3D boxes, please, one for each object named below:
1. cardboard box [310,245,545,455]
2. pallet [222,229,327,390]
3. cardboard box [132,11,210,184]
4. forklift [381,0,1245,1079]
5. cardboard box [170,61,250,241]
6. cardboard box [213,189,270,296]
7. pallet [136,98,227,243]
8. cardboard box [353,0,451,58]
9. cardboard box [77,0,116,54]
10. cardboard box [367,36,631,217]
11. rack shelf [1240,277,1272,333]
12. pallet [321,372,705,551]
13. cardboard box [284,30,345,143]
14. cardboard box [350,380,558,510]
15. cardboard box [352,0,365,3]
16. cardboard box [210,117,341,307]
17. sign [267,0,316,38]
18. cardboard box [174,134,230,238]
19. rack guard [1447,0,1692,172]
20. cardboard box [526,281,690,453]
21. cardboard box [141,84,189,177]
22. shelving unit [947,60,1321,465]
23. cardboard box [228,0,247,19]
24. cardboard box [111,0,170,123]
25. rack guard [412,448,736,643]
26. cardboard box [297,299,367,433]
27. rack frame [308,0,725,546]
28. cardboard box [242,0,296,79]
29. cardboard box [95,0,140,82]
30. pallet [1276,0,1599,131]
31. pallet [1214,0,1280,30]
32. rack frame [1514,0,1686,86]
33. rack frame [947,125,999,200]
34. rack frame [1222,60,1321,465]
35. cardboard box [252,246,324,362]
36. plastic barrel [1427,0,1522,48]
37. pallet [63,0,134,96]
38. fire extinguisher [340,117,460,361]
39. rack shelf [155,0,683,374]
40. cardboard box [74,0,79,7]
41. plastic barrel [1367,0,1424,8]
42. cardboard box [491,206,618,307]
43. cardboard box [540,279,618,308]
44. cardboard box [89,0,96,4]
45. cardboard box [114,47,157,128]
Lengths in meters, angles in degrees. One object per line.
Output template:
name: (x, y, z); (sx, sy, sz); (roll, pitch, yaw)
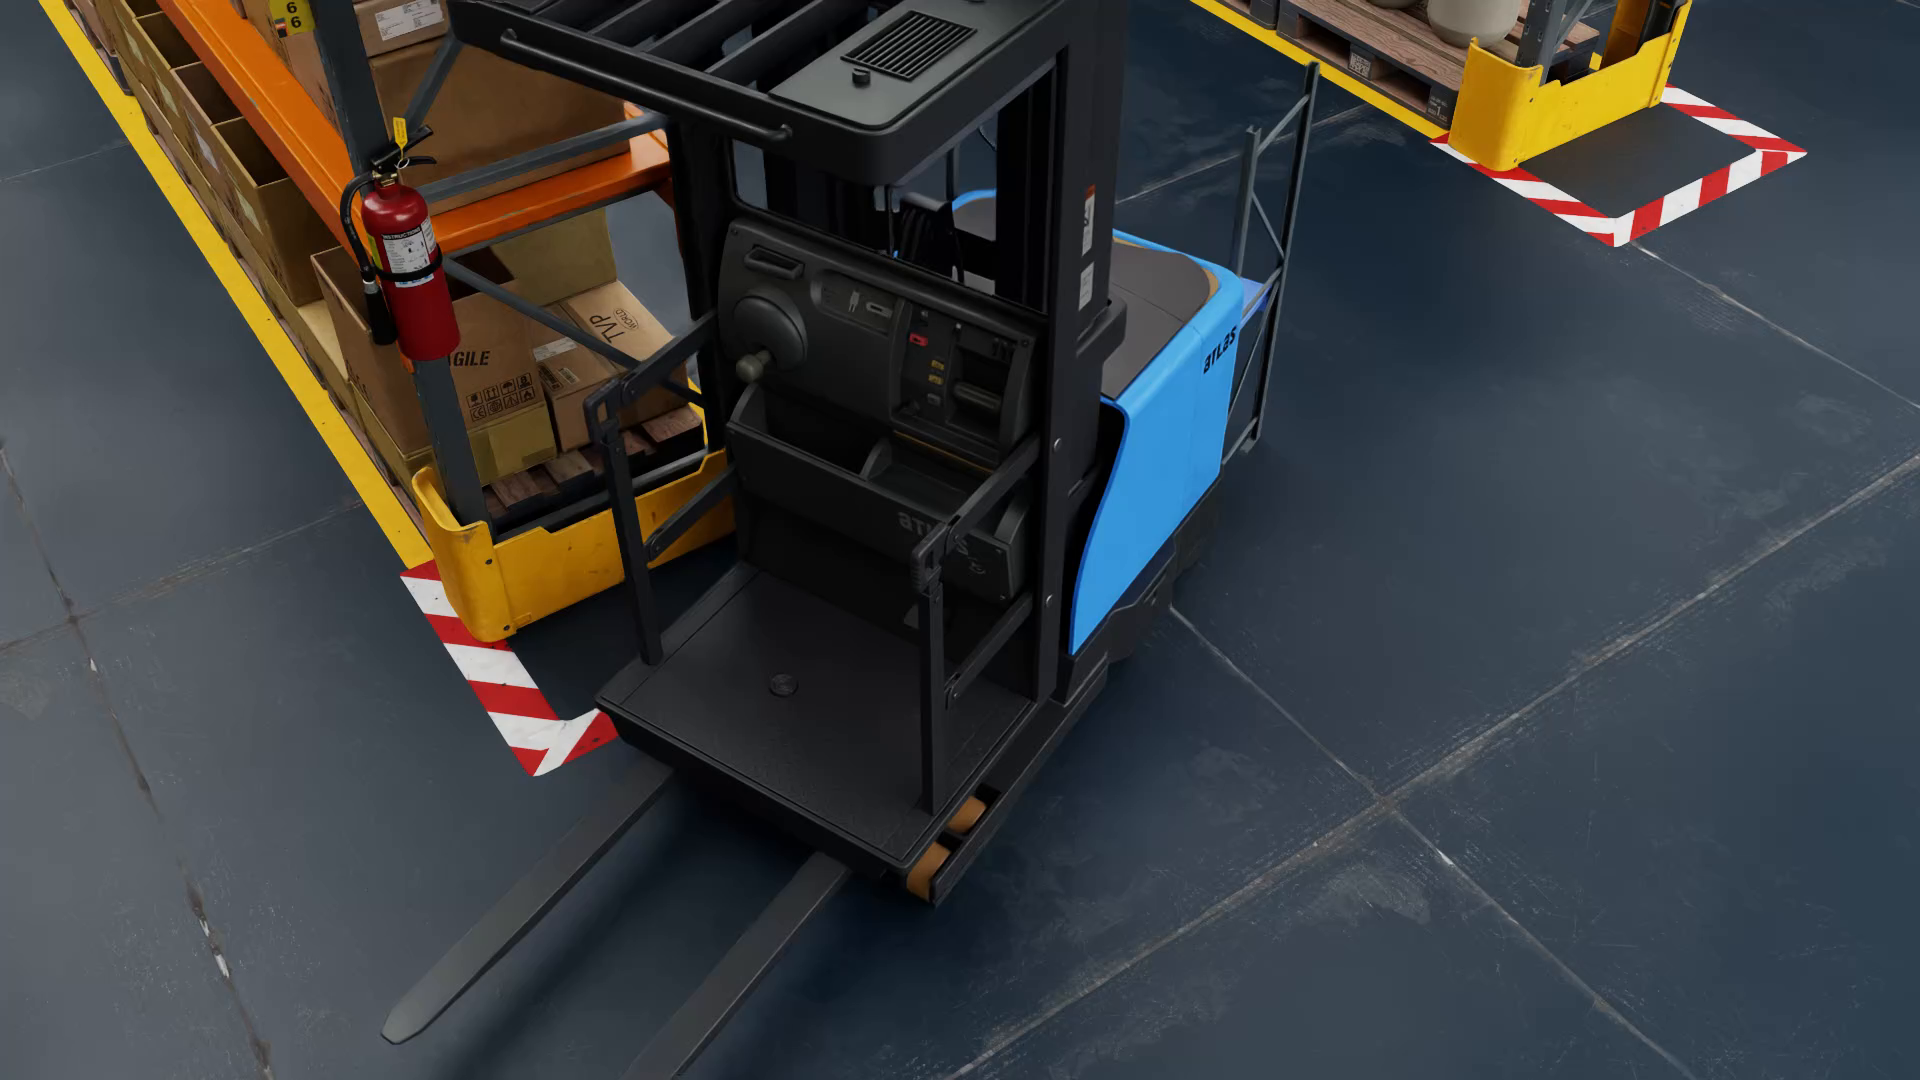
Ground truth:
cardboard box: (-1.735, -0.690, 5.444); (0.500, 0.500, 0.500); (-26, 49, -24)
pallet: (-2.349, -1.173, 6.826); (1.003, 0.211, 1.213); (-26, 49, -24)
cardboard box: (-2.891, -1.817, 6.625); (0.500, 0.500, 0.500); (-26, 49, -24)
forklift: (-0.341, -0.421, 4.068); (1.130, 2.935, 3.031); (24, 49, 23)
cardboard box: (-2.604, -1.534, 6.329); (0.500, 0.500, 0.500); (-26, 49, -24)
cardboard box: (-2.601, -1.264, 6.589); (0.500, 0.250, 0.500); (-26, 49, -24)
pallet: (-3.051, -1.865, 7.551); (1.003, 0.211, 1.213); (-26, 49, -24)
cardboard box: (-1.559, -1.487, 4.593); (0.380, 0.149, 0.250); (-27, 50, -25)
cardboard box: (-3.947, -2.618, 8.007); (0.500, 0.250, 0.500); (-26, 50, -25)
cardboard box: (-1.440, -1.381, 4.952); (0.700, 0.500, 0.500); (-26, 49, -24)
rack shelf: (0.534, -0.835, 5.799); (1.000, 0.185, 0.538); (22, 48, 22)
pallet: (-1.656, -0.483, 6.103); (1.003, 0.211, 1.213); (-26, 49, -24)
cardboard box: (-1.745, -1.676, 5.261); (0.700, 0.500, 0.500); (-24, 49, -23)
cardboard box: (-1.733, -0.419, 5.704); (0.500, 0.250, 0.500); (-26, 49, -24)
cardboard box: (-1.471, -1.880, 4.535); (0.700, 0.500, 0.500); (-26, 49, -24)
cardboard box: (-2.319, -1.250, 6.032); (0.500, 0.500, 0.500); (-26, 49, -24)
sign: (-1.637, -1.373, 4.006); (0.100, 0.325, 0.005); (-26, 49, -24)
cardboard box: (-2.892, -1.545, 6.883); (0.500, 0.250, 0.500); (-26, 49, -24)
rack guard: (2.799, -2.150, 7.640); (1.175, 0.500, 0.348); (-26, 49, -24)
cardboard box: (-1.308, -0.624, 5.919); (0.500, 0.250, 0.500); (-26, 49, -24)
cardboard box: (-3.174, -1.830, 7.182); (0.500, 0.250, 0.500); (-26, 49, -24)
shelving unit: (0.534, -0.965, 5.675); (1.048, 1.500, 0.538); (22, 48, 22)
cardboard box: (-2.328, -2.256, 5.869); (0.700, 0.500, 0.500); (-24, 49, -23)
cardboard box: (-3.171, -2.103, 6.924); (0.500, 0.500, 0.500); (-26, 49, -24)
rack guard: (-1.170, -0.157, 5.553); (1.175, 0.500, 0.348); (-26, 49, -24)
cardboard box: (-2.029, -0.698, 5.996); (0.500, 0.250, 0.500); (-26, 49, -24)
rack frame: (-1.184, -1.075, 4.704); (1.000, 3.000, 0.127); (-26, 49, -24)
cardboard box: (-2.024, -1.960, 5.558); (0.700, 0.500, 0.500); (-25, 49, -24)
cardboard box: (-3.464, -2.383, 7.218); (0.500, 0.500, 0.500); (-26, 49, -24)
pallet: (2.339, -2.508, 8.224); (1.003, 0.211, 1.213); (-26, 49, -24)
pallet: (1.645, -3.198, 8.947); (1.003, 0.211, 1.213); (-26, 49, -24)
rack frame: (2.881, -3.030, 6.751); (1.000, 3.000, 0.127); (-26, 49, -24)
rack frame: (0.097, -1.145, 5.864); (0.032, 1.500, 0.500); (22, 48, 22)
rack frame: (0.970, -0.785, 5.486); (0.032, 1.500, 0.500); (22, 48, 22)
cardboard box: (-2.316, -0.980, 6.292); (0.500, 0.250, 0.500); (-26, 49, -24)
plastic barrel: (2.442, -2.624, 7.824); (0.421, 0.512, 0.421); (0, 44, 0)
pallet: (-3.926, -2.734, 8.461); (1.003, 0.211, 1.213); (-26, 49, -24)
fire extinguisher: (-1.497, -0.797, 4.468); (0.296, 0.674, 0.183); (-26, 49, -24)
rack shelf: (-2.328, -1.948, 6.139); (1.077, 0.370, 4.000); (-26, 49, -24)
cardboard box: (-4.235, -2.905, 8.308); (0.500, 0.250, 0.500); (-26, 50, -25)
plastic barrel: (2.155, -2.908, 8.122); (0.421, 0.512, 0.421); (0, 44, 0)
cardboard box: (-1.596, -1.178, 5.955); (0.500, 0.500, 0.500); (-26, 49, -24)
cardboard box: (-1.597, -0.906, 6.214); (0.500, 0.250, 0.500); (-26, 49, -24)
cardboard box: (-3.939, -2.817, 7.809); (0.500, 0.311, 0.500); (-26, 49, -24)
cardboard box: (-3.455, -2.115, 7.481); (0.500, 0.250, 0.500); (-26, 49, -24)
